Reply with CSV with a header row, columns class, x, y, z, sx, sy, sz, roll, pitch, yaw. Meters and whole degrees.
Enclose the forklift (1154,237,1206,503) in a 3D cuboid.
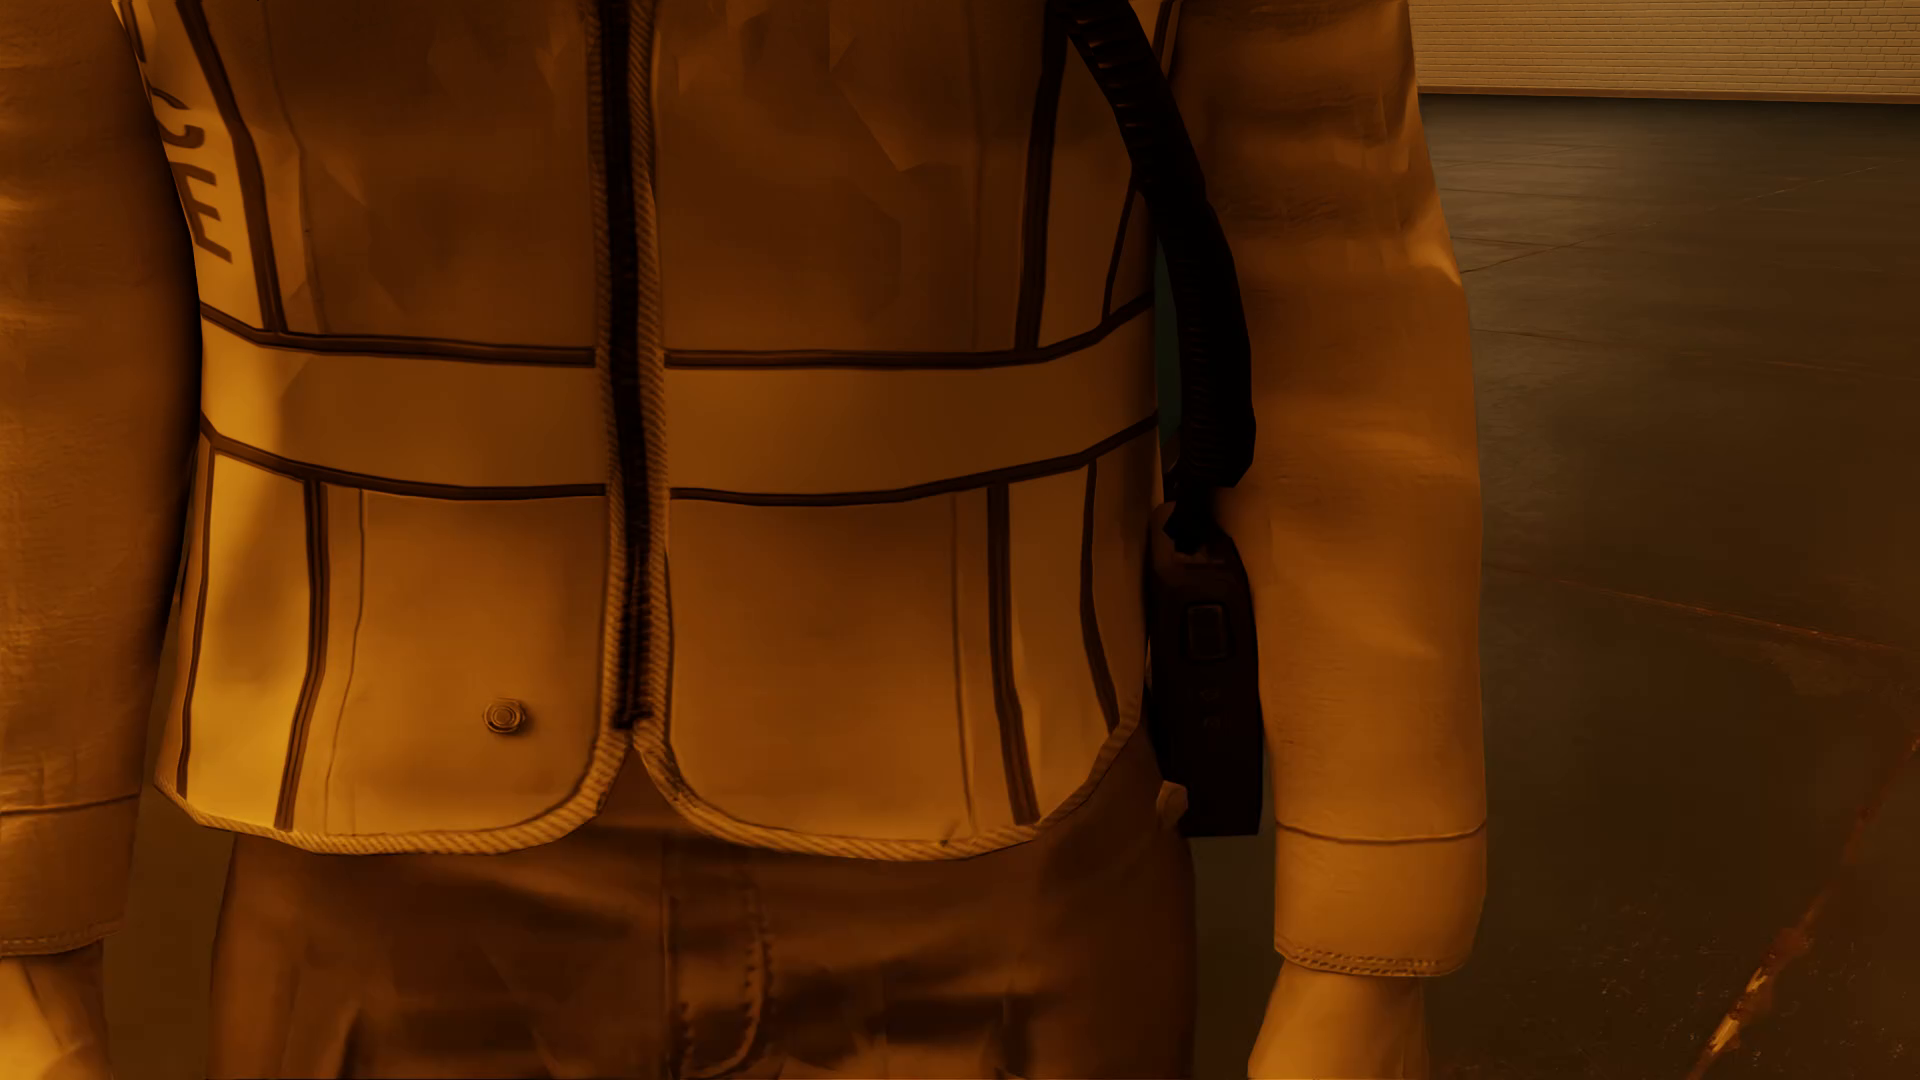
class,x,y,z,sx,sy,sz,roll,pitch,yaw
forklift,0.182,-1.571,4.072,1.130,2.935,3.031,5,18,17
